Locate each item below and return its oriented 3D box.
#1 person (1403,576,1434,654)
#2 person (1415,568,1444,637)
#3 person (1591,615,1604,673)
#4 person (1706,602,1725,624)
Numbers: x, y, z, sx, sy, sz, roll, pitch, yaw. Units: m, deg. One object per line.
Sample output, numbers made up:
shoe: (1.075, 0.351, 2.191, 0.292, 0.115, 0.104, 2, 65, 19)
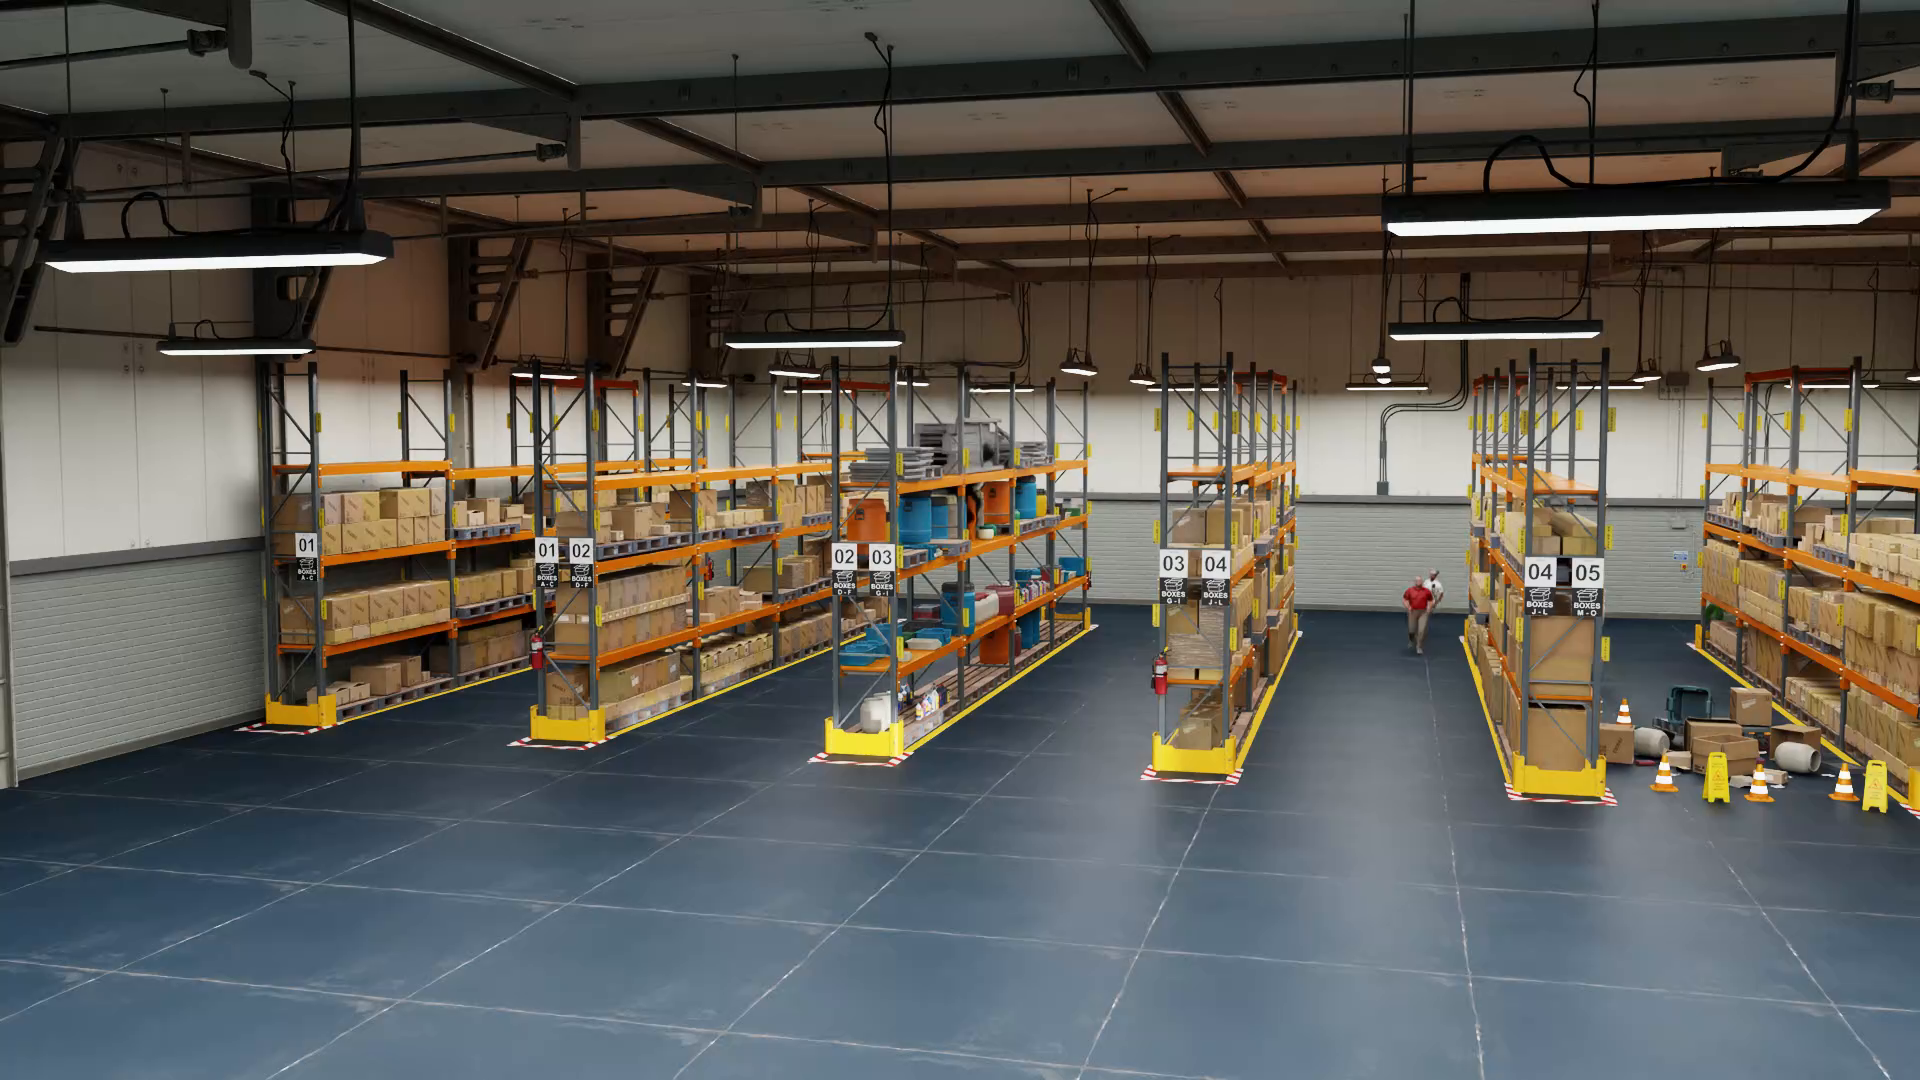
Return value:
person: (9.974, 1.618, 36.186, 0.663, 1.674, 0.628, 1, 4, 12)
person: (10.965, 1.465, 38.764, 0.615, 1.622, 0.539, 4, 6, 43)
person: (12.437, 1.805, 33.026, 0.643, 1.732, 0.603, 1, 4, 13)
person: (17.375, 1.444, 38.103, 0.704, 1.730, 0.706, 3, 5, 36)
